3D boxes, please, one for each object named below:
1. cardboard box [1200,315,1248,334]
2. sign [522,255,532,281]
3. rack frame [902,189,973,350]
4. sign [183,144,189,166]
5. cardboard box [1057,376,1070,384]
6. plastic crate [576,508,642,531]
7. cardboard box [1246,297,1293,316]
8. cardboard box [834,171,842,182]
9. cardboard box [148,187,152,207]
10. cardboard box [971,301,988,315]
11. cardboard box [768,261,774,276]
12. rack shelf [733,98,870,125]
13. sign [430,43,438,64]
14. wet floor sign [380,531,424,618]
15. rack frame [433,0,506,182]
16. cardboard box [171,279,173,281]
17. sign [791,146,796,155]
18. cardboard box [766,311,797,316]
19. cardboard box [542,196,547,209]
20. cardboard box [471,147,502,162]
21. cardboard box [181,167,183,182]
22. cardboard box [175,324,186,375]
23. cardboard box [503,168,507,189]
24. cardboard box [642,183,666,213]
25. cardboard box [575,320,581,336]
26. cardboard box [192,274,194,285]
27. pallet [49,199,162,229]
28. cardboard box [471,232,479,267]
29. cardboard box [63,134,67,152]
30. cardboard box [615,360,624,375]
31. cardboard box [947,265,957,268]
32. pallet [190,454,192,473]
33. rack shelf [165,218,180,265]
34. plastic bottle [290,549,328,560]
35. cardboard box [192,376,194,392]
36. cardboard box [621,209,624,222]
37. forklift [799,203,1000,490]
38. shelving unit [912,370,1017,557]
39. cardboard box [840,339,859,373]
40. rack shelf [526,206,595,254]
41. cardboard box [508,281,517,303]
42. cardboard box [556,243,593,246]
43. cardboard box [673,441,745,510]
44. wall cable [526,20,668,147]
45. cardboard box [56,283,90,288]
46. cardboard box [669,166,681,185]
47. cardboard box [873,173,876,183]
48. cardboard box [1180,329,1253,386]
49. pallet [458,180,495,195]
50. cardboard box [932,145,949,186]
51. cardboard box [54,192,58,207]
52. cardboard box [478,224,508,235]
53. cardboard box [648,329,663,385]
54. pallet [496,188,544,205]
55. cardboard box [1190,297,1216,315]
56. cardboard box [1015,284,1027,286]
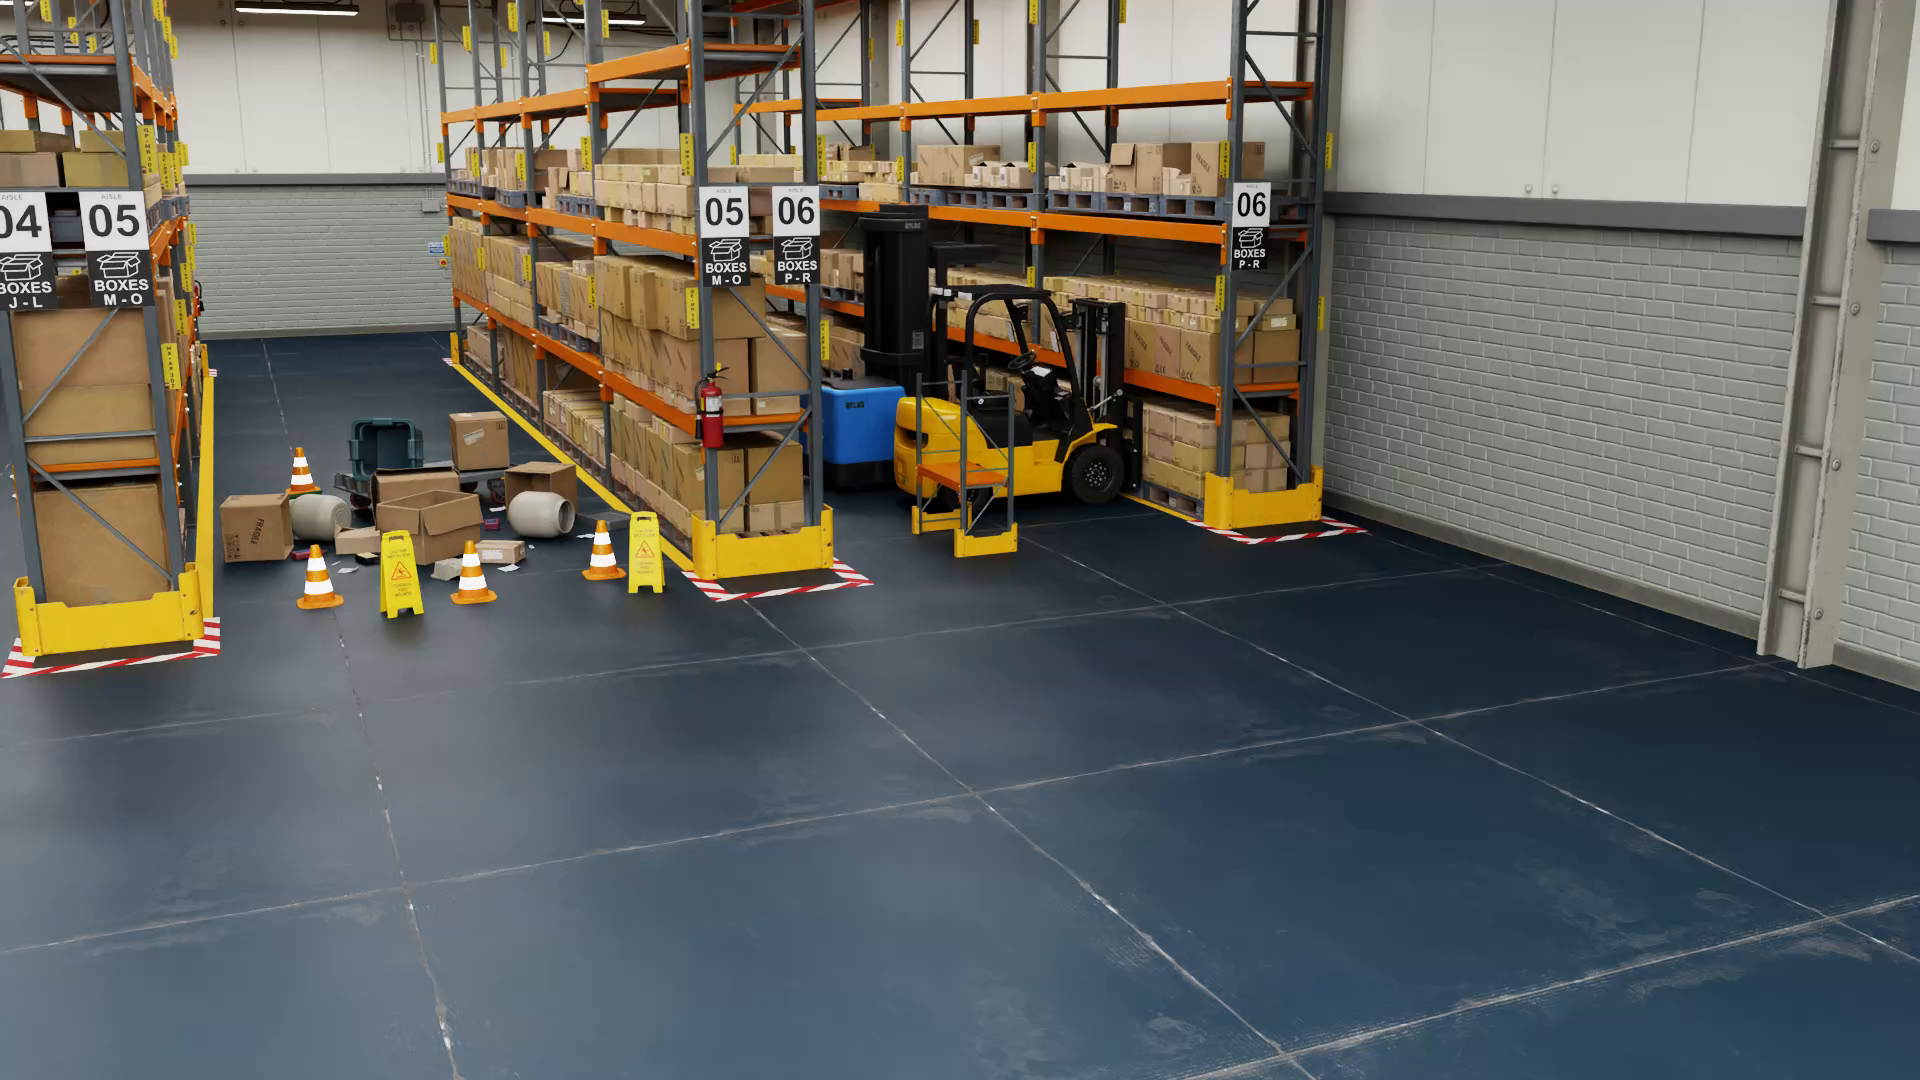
[{"bbox_3d":[2.512,-2.057,15.826,0.380,0.149,0.250,-5,14,-22],"label":"cardboard box"},{"bbox_3d":[-5.350,-3.363,20.561,0.100,0.325,0.005,-6,14,-23],"label":"sign"},{"bbox_3d":[-0.297,-3.299,22.851,1.000,3.000,0.127,-6,14,-23],"label":"rack frame"},{"bbox_3d":[-12.026,-5.973,25.791,0.100,0.325,0.005,-6,14,-23],"label":"sign"},{"bbox_3d":[1.212,-1.696,18.876,0.500,0.250,0.500,-6,14,-24],"label":"cardboard box"},{"bbox_3d":[-3.363,-0.203,15.948,0.402,0.080,0.583,-12,18,-42],"label":"plastic crate"},{"bbox_3d":[2.969,-2.244,15.975,0.380,0.149,0.250,-6,14,-24],"label":"cardboard box"},{"bbox_3d":[-1.639,-5.356,24.491,0.380,0.149,0.250,-5,14,-22],"label":"cardboard box"},{"bbox_3d":[-6.180,-2.526,12.261,0.380,0.149,0.250,-6,14,-23],"label":"cardboard box"},{"bbox_3d":[0.463,-2.933,20.495,0.500,0.250,0.500,-5,14,-22],"label":"cardboard box"},{"bbox_3d":[-2.934,-4.593,28.117,0.500,0.250,0.500,-6,14,-24],"label":"cardboard box"},{"bbox_3d":[-2.700,-7.109,27.612,1.077,0.370,4.000,-6,14,-23],"label":"rack shelf"},{"bbox_3d":[-8.559,-7.909,27.042,0.100,0.325,0.005,-6,14,-23],"label":"sign"},{"bbox_3d":[-4.308,0.245,12.760,0.267,0.644,0.232,-9,16,-33],"label":"wet floor sign"},{"bbox_3d":[-8.048,-7.425,27.376,1.000,3.000,0.127,-6,14,-23],"label":"rack frame"},{"bbox_3d":[-9.766,-3.084,20.228,0.380,0.149,0.250,-5,14,-20],"label":"cardboard box"},{"bbox_3d":[-2.985,-6.890,29.753,0.100,0.325,0.005,-6,14,-23],"label":"sign"},{"bbox_3d":[-3.343,-3.805,29.644,0.797,0.503,0.637,-6,14,-25],"label":"cardboard box"},{"bbox_3d":[-4.873,-4.108,20.254,0.380,0.149,0.250,-6,14,-23],"label":"cardboard box"},{"bbox_3d":[-7.015,-5.717,25.264,0.797,0.503,0.637,-4,14,-19],"label":"cardboard box"},{"bbox_3d":[-11.919,-5.489,24.885,0.500,0.250,0.500,-6,14,-24],"label":"cardboard box"},{"bbox_3d":[-7.903,-1.841,16.332,0.500,0.500,0.500,-6,14,-23],"label":"cardboard box"},{"bbox_3d":[-5.716,-4.703,21.633,0.396,0.266,0.258,-6,14,-24],"label":"cardboard box"},{"bbox_3d":[-2.503,-3.022,14.677,0.500,0.250,0.500,-5,14,-21],"label":"cardboard box"},{"bbox_3d":[-4.031,-2.345,18.357,0.380,0.149,0.250,-5,14,-22],"label":"cardboard box"},{"bbox_3d":[-11.714,-3.948,24.774,0.500,0.500,0.500,-6,14,-23],"label":"cardboard box"},{"bbox_3d":[-7.418,-2.804,14.256,1.003,0.211,1.213,-6,14,-23],"label":"pallet"},{"bbox_3d":[-7.083,-4.390,25.127,0.500,0.500,0.500,-6,14,-24],"label":"cardboard box"},{"bbox_3d":[-7.595,-3.273,13.722,0.380,0.149,0.250,-6,14,-24],"label":"cardboard box"},{"bbox_3d":[-3.260,-1.759,16.757,0.380,0.149,0.250,-5,14,-21],"label":"cardboard box"},{"bbox_3d":[-0.360,-3.673,23.313,0.500,0.500,0.500,-5,14,-20],"label":"cardboard box"},{"bbox_3d":[-9.091,-0.854,18.470,1.003,0.211,1.213,-6,14,-23],"label":"pallet"},{"bbox_3d":[-8.537,-3.080,16.847,1.077,0.370,4.000,-6,14,-23],"label":"rack shelf"},{"bbox_3d":[-5.711,0.120,14.598,0.283,0.061,0.133,-12,18,-42],"label":"plastic bottle"},{"bbox_3d":[-9.393,-1.898,19.749,0.500,0.250,0.500,-6,14,-26],"label":"cardboard box"},{"bbox_3d":[-3.087,-3.175,16.223,0.380,0.149,0.250,-6,14,-23],"label":"cardboard box"},{"bbox_3d":[-0.227,-2.175,18.148,3.031,2.935,1.130,-7,15,-29],"label":"forklift"},{"bbox_3d":[0.031,-0.715,15.013,0.587,1.500,1.083,-6,14,-23],"label":"shelving unit"},{"bbox_3d":[-1.493,-2.779,25.218,0.500,0.500,0.500,-6,14,-25],"label":"cardboard box"},{"bbox_3d":[-4.042,-3.548,18.869,1.077,0.370,4.000,-6,14,-23],"label":"rack shelf"},{"bbox_3d":[-5.703,-3.307,22.110,0.500,0.250,0.500,-6,14,-24],"label":"cardboard box"},{"bbox_3d":[-5.024,-3.611,21.762,0.500,0.500,0.500,-6,14,-23],"label":"cardboard box"},{"bbox_3d":[-2.198,-0.569,14.561,0.500,0.500,0.500,-6,14,-23],"label":"cardboard box"},{"bbox_3d":[-7.327,-8.905,33.684,2.988,3.039,0.133,-6,14,-23],"label":"wall cable"},{"bbox_3d":[-7.202,-1.848,13.856,0.875,0.550,0.550,-6,14,-23],"label":"cardboard box"},{"bbox_3d":[-2.232,-3.076,14.022,0.380,0.149,0.250,-6,14,-24],"label":"cardboard box"},{"bbox_3d":[-1.021,-5.148,23.638,0.380,0.149,0.250,-5,14,-22],"label":"cardboard box"},{"bbox_3d":[2.470,-1.773,16.036,0.500,0.500,0.500,-6,14,-24],"label":"cardboard box"},{"bbox_3d":[-7.248,-5.516,25.975,1.003,0.211,1.213,-6,14,-23],"label":"pallet"},{"bbox_3d":[0.064,-4.795,21.290,0.700,0.500,0.500,-6,14,-24],"label":"cardboard box"},{"bbox_3d":[-6.985,-2.570,12.452,0.380,0.149,0.250,-6,14,-24],"label":"cardboard box"},{"bbox_3d":[-6.860,-4.563,24.435,0.380,0.149,0.250,-6,14,-24],"label":"cardboard box"},{"bbox_3d":[-2.502,-1.685,14.999,0.500,0.500,0.500,-6,14,-23],"label":"cardboard box"},{"bbox_3d":[-5.600,-4.578,22.145,1.003,0.211,1.213,-5,14,-20],"label":"pallet"},{"bbox_3d":[2.444,-2.259,16.038,0.380,0.149,0.250,-6,14,-23],"label":"cardboard box"},{"bbox_3d":[0.845,-2.939,19.638,0.380,0.149,0.250,-6,14,-24],"label":"cardboard box"}]
